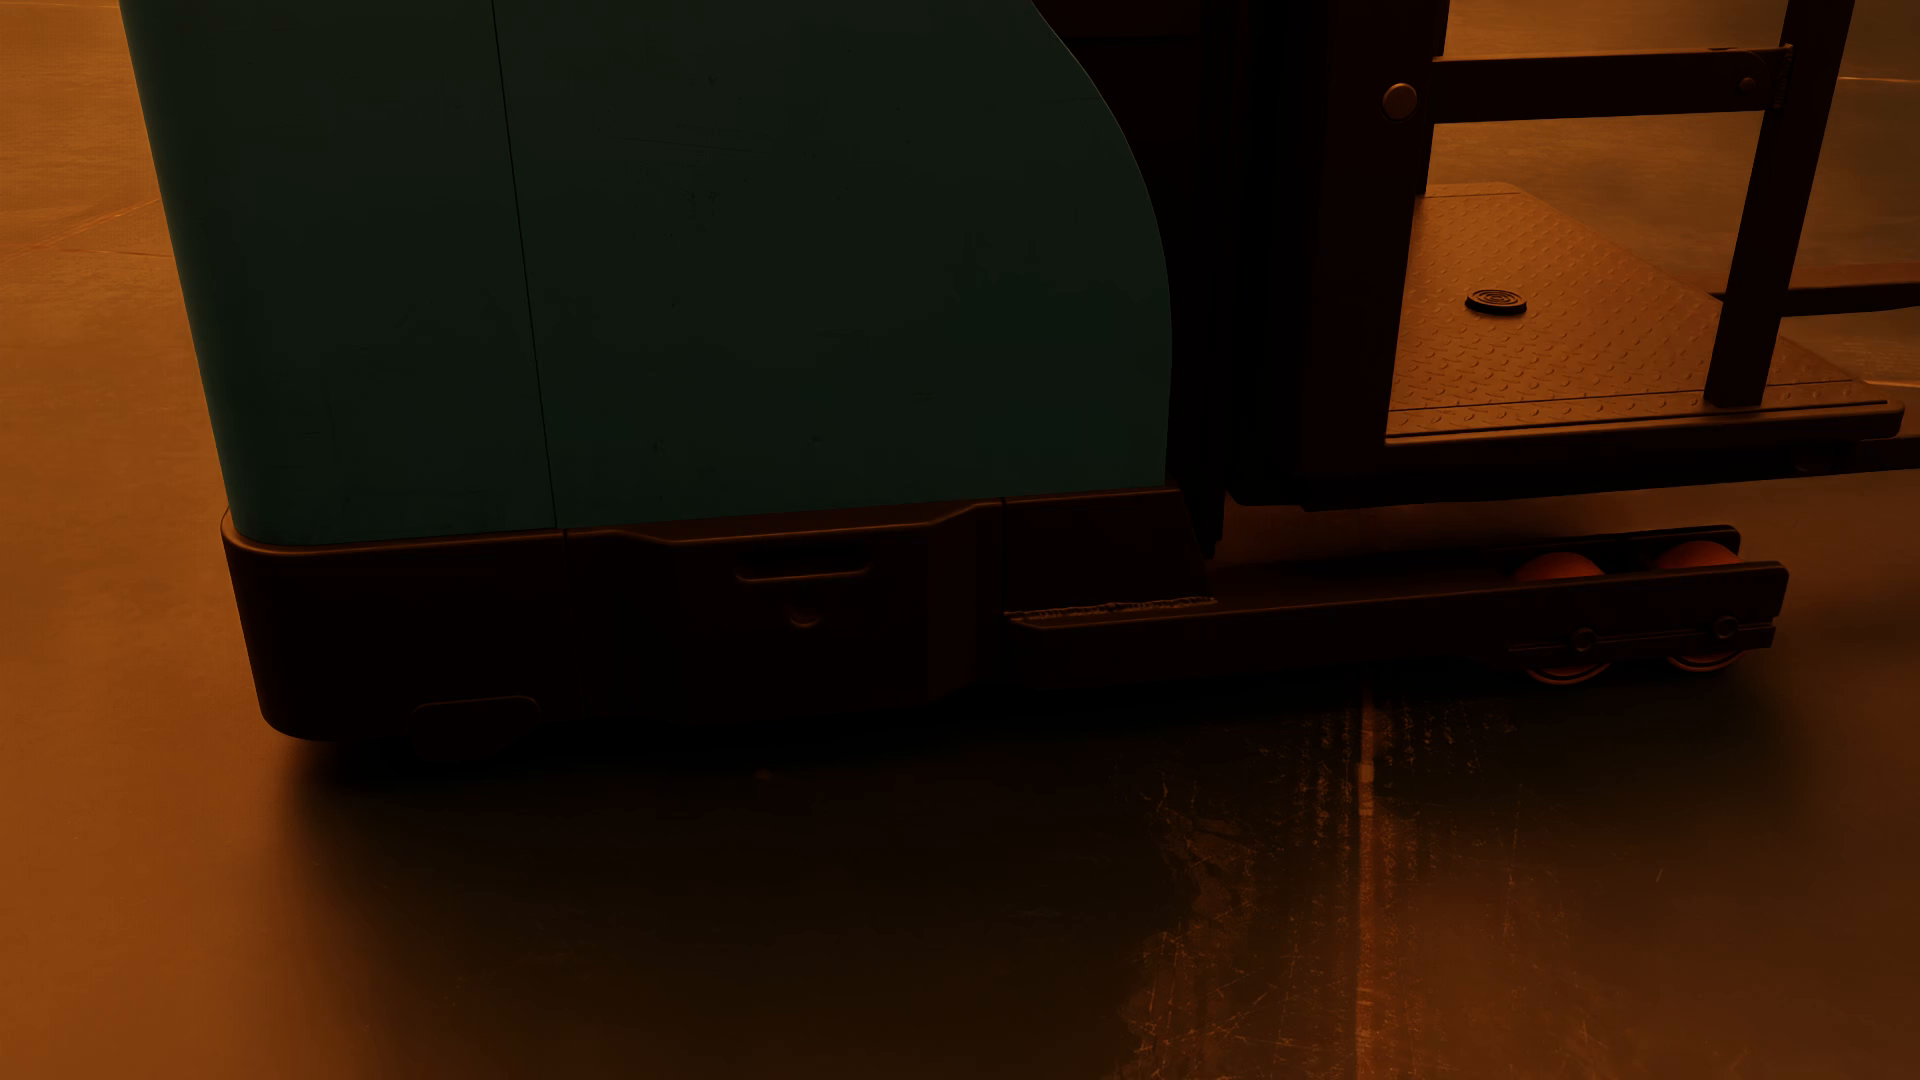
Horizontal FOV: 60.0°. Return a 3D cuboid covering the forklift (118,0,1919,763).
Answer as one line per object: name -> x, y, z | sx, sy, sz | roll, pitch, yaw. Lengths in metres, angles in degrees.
forklift -> 0.600, -1.354, 1.930 | 3.031, 2.935, 1.130 | -4, 27, -9
